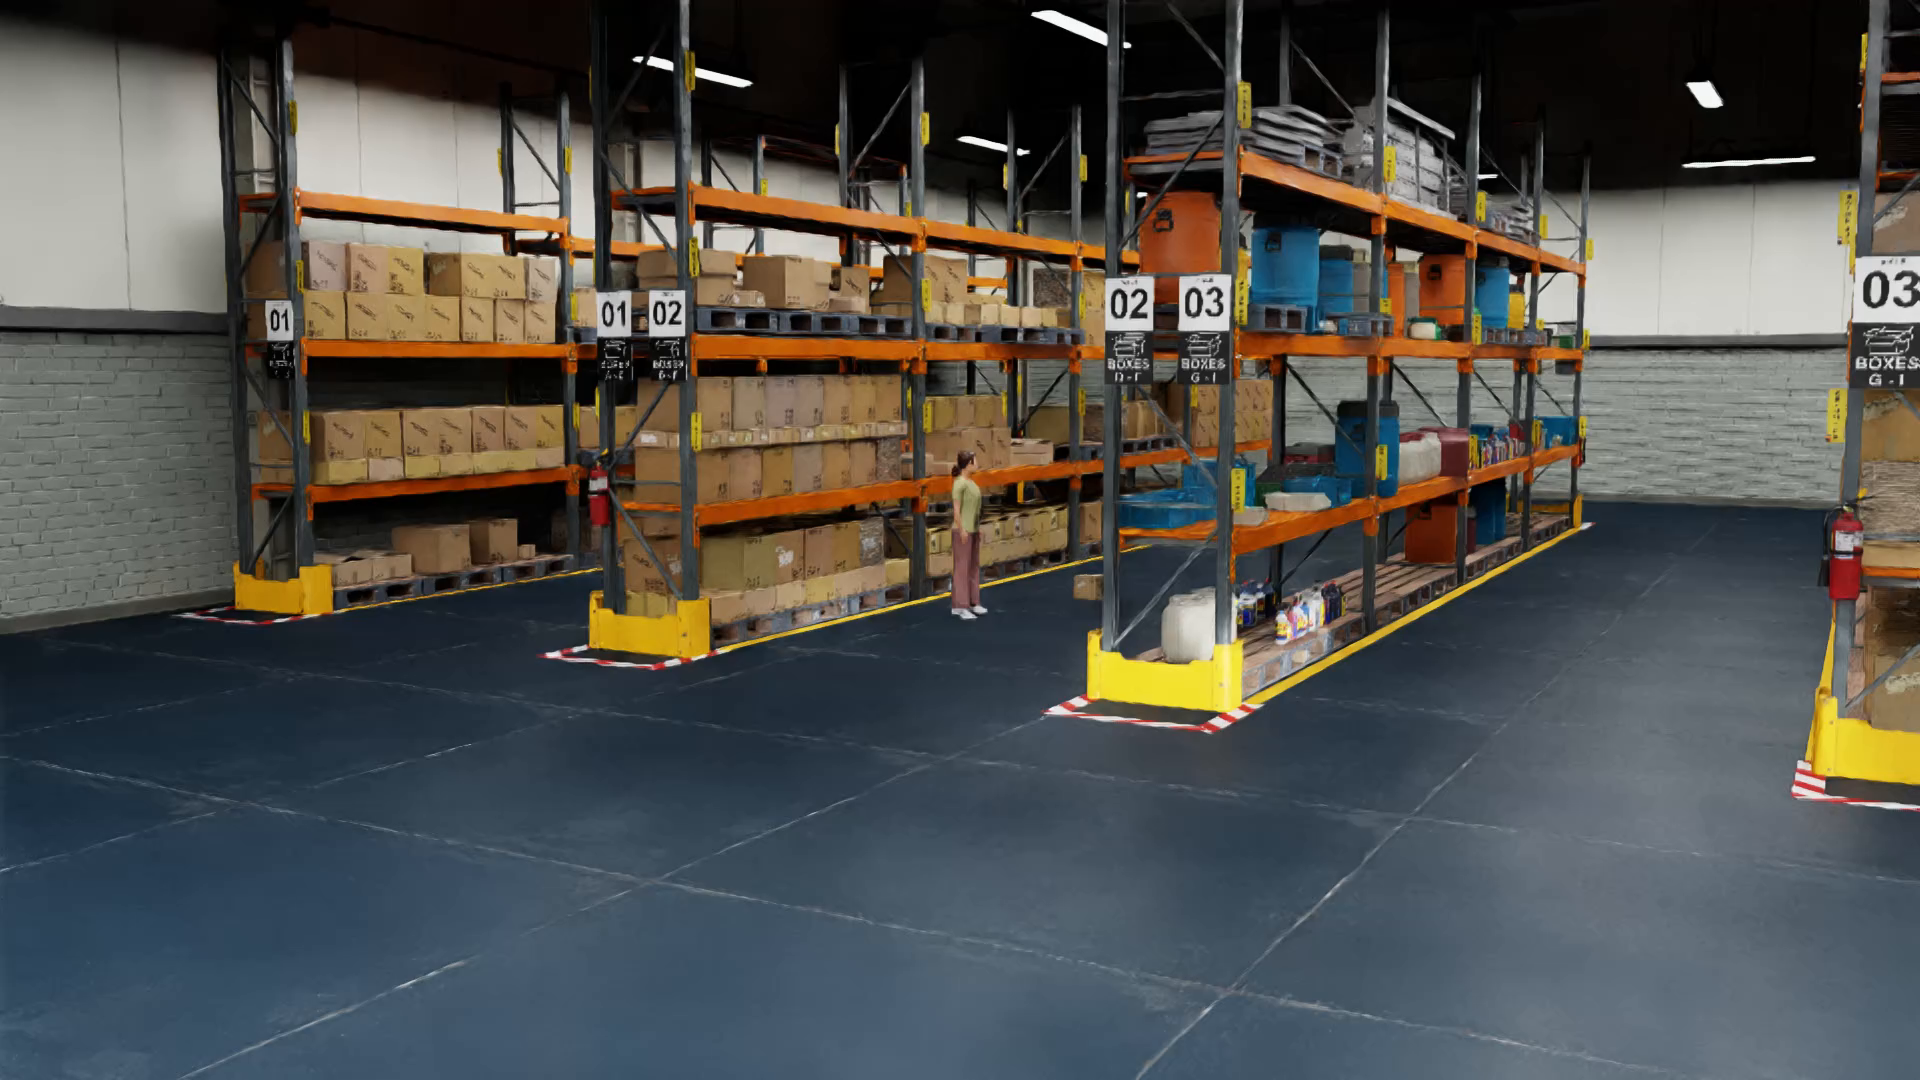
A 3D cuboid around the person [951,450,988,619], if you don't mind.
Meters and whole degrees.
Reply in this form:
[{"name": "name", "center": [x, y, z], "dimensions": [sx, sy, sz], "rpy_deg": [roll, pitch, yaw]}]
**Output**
[{"name": "person", "center": [0.089, -0.063, 16.926], "dimensions": [0.390, 1.708, 0.484], "rpy_deg": [2, 6, 17]}]
